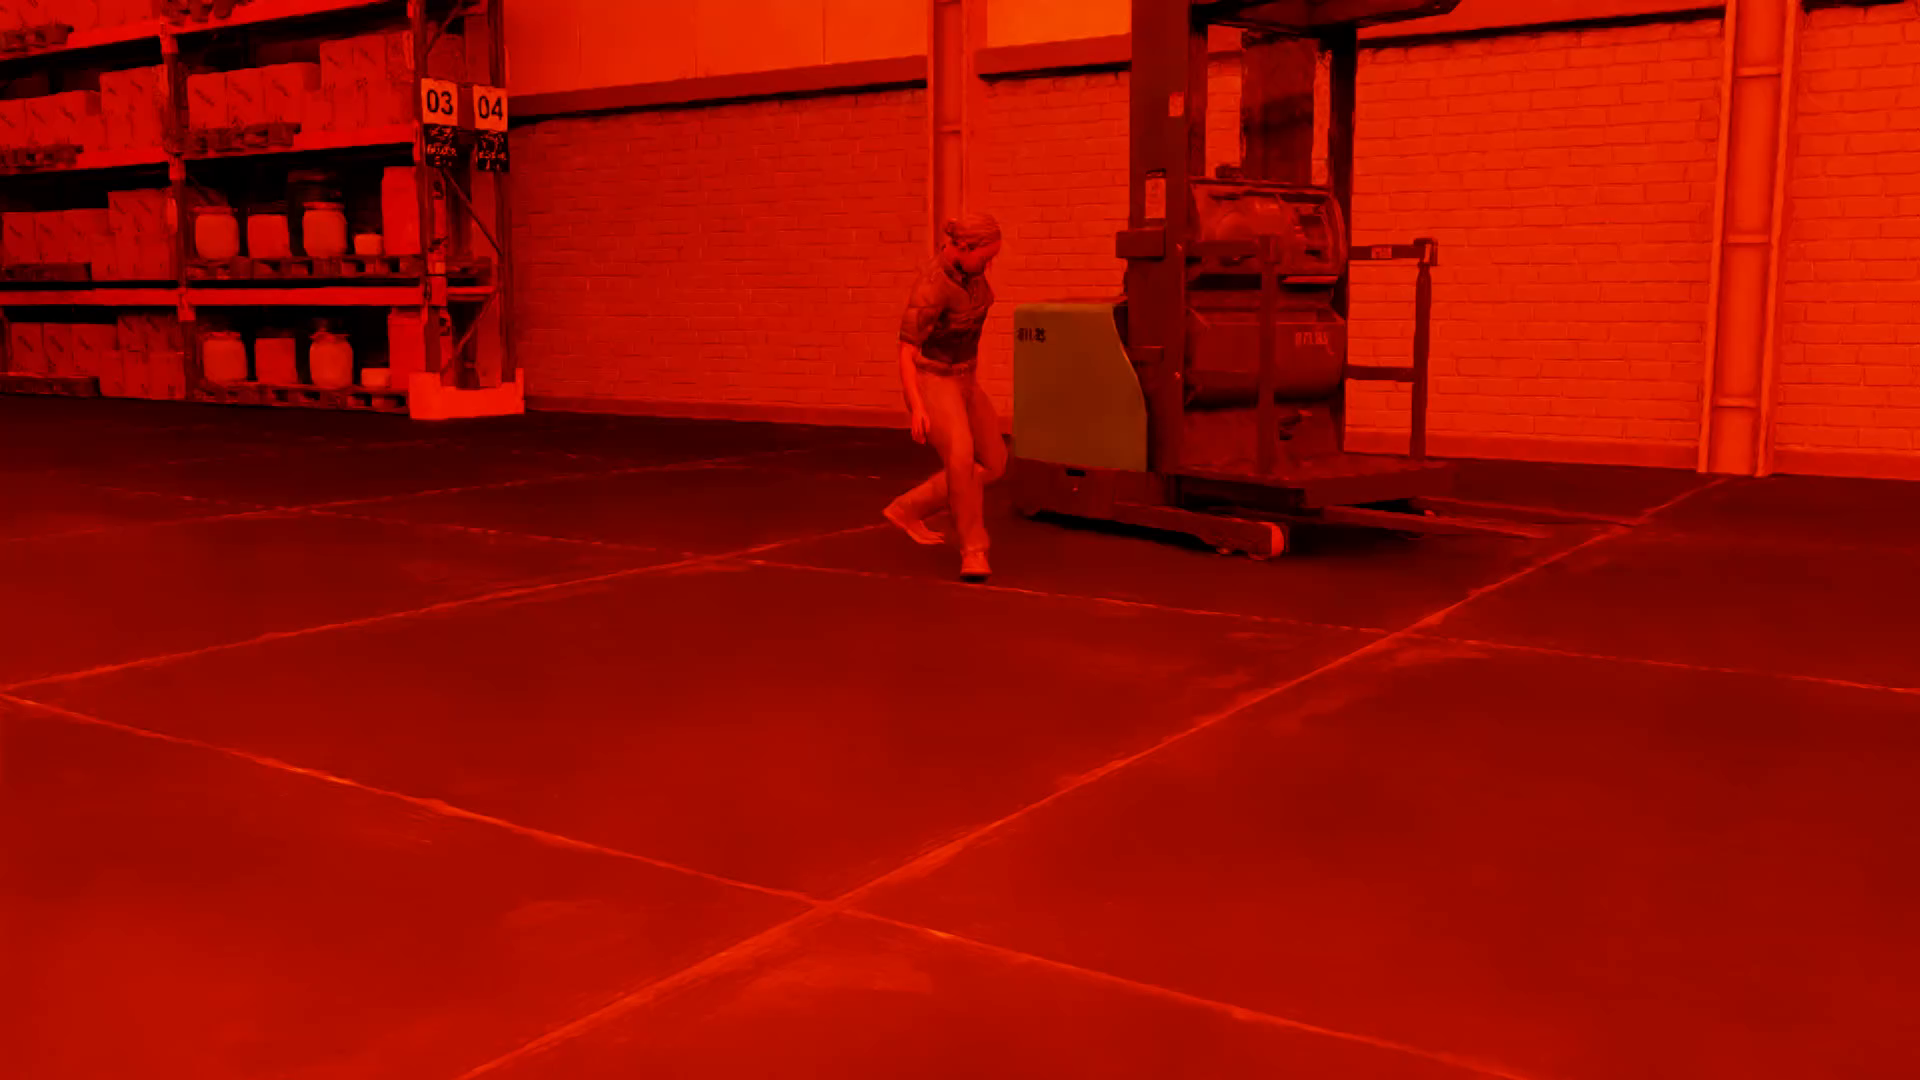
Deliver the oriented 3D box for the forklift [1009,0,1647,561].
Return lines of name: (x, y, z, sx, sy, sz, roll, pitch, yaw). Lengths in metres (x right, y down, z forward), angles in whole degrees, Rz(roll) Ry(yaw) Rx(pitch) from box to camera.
forklift: (1.520, -1.440, 7.322, 1.130, 2.935, 3.031, -6, 10, -36)

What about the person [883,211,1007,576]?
person: (0.025, -0.618, 6.860, 0.693, 1.423, 1.096, 5, 9, 31)
